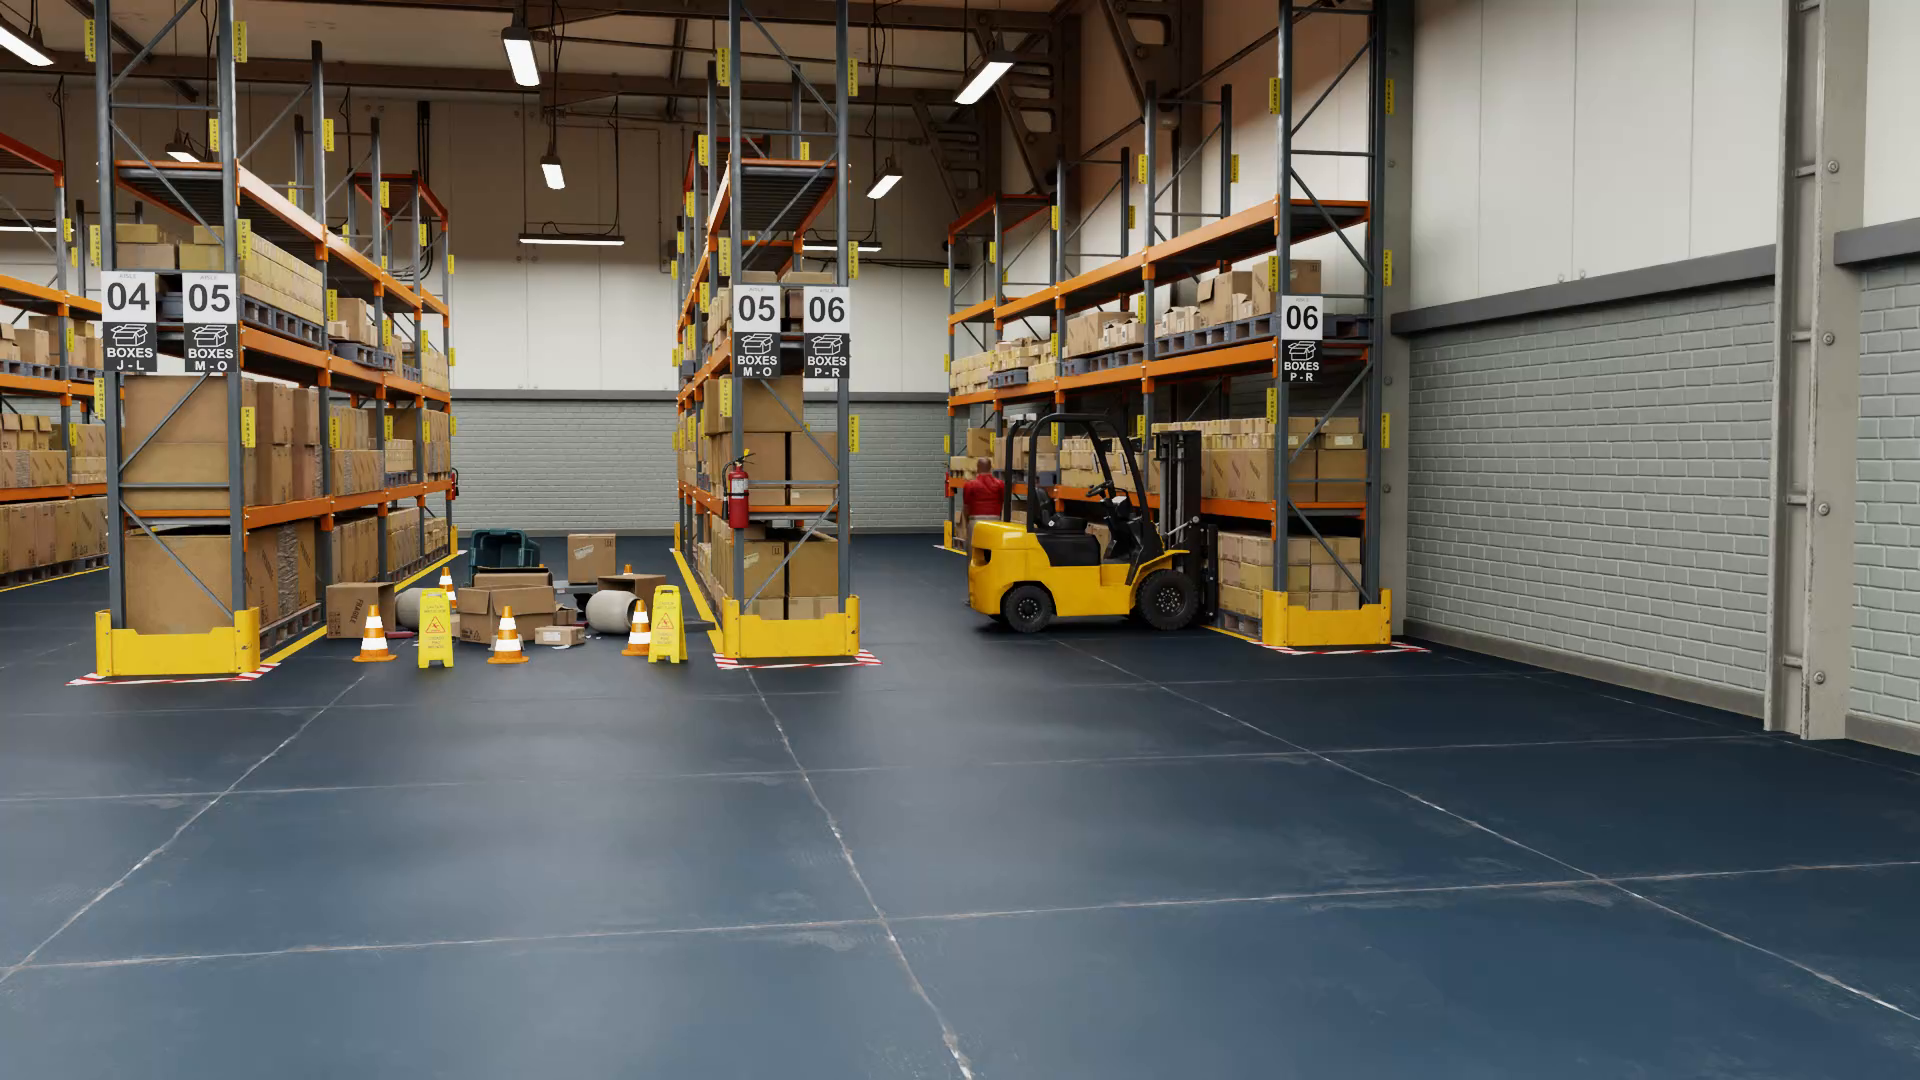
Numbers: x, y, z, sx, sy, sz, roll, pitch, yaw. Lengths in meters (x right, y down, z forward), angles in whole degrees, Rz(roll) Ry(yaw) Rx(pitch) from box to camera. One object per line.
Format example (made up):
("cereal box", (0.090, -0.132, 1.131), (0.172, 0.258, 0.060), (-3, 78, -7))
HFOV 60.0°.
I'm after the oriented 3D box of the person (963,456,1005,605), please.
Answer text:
("person", (0.256, -0.108, 19.320), (0.503, 1.725, 0.525), (-1, 3, -12))
